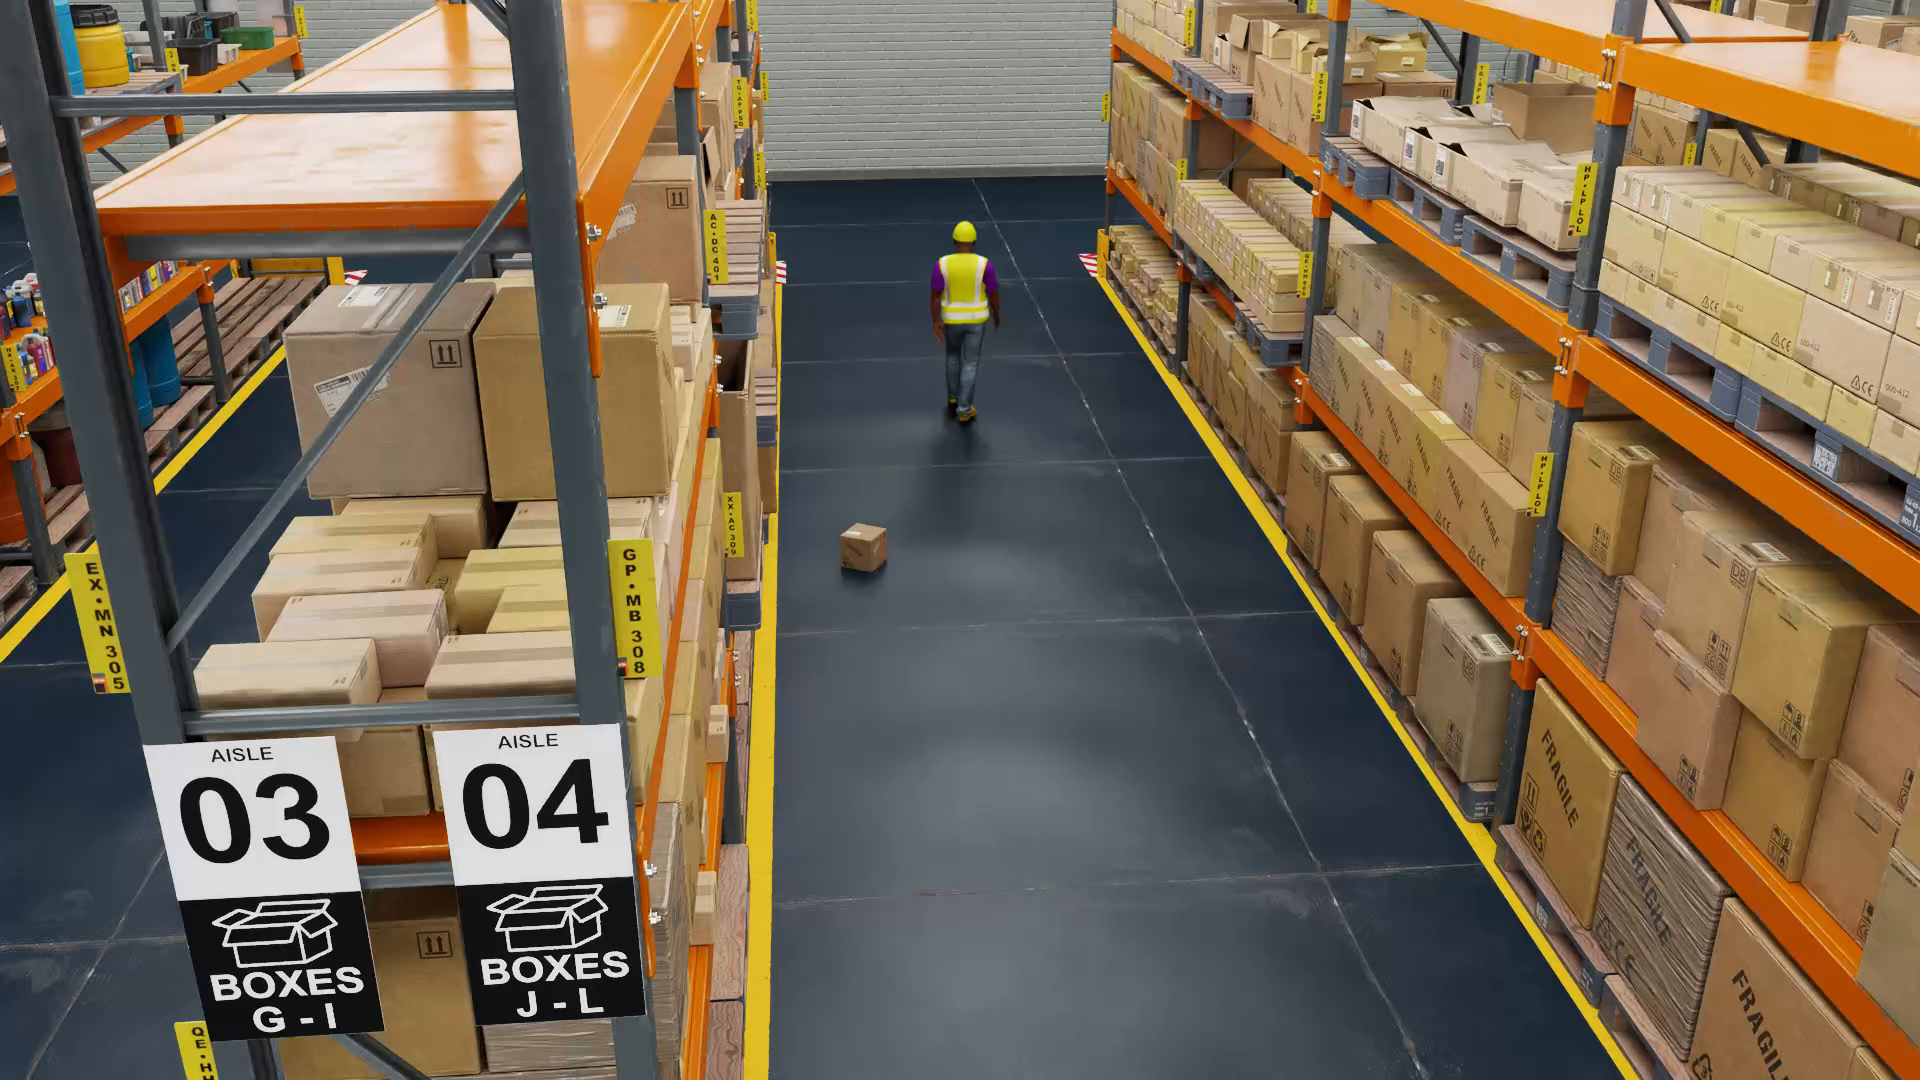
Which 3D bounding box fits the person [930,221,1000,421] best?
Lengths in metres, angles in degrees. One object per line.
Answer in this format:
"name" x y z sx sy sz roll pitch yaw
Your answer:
"person" 0.060 -1.955 14.785 0.587 1.800 0.756 4 24 8
